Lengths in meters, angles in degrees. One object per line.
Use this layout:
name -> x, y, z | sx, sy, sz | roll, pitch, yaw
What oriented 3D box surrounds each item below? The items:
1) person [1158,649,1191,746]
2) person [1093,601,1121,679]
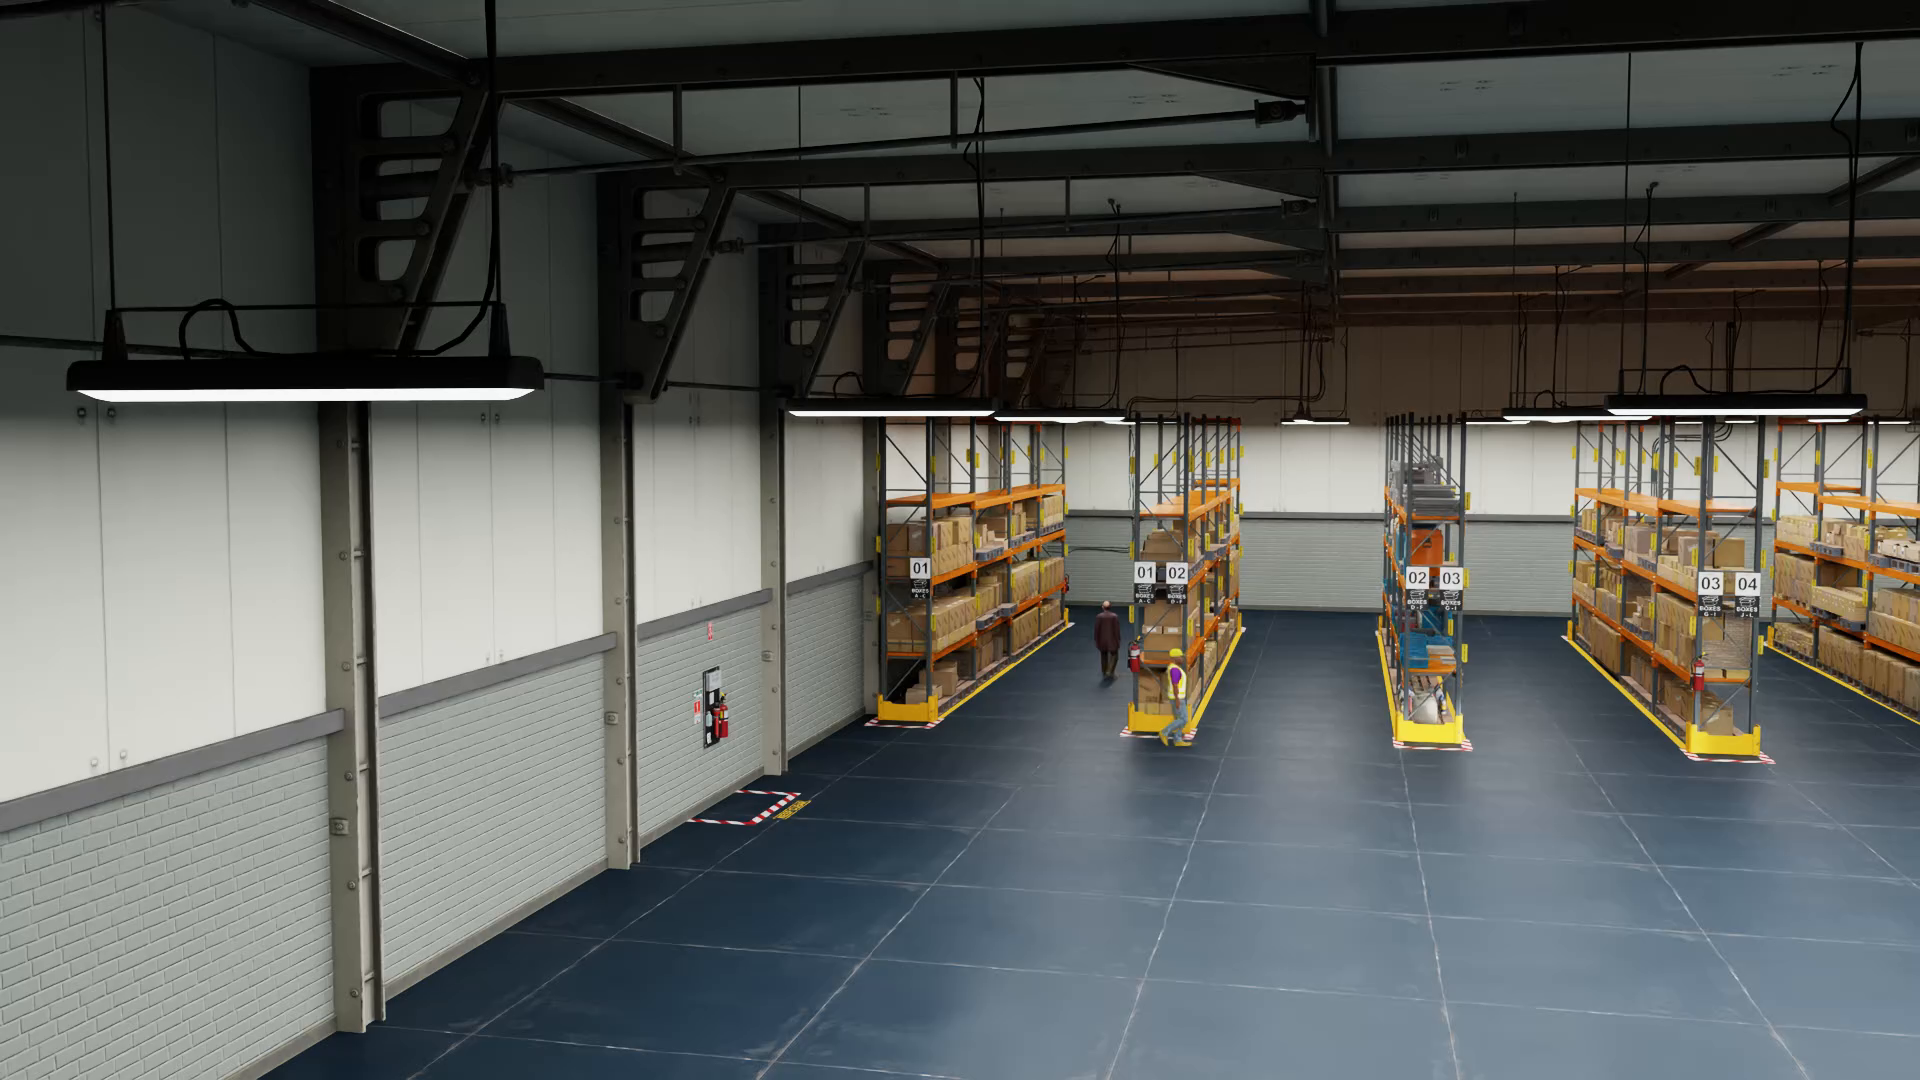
person -> 3.836, 2.818, 29.687 | 0.612, 1.759, 0.586 | 0, 4, 2
person -> 3.344, 2.282, 37.830 | 0.617, 1.775, 0.592 | 1, 4, 11
